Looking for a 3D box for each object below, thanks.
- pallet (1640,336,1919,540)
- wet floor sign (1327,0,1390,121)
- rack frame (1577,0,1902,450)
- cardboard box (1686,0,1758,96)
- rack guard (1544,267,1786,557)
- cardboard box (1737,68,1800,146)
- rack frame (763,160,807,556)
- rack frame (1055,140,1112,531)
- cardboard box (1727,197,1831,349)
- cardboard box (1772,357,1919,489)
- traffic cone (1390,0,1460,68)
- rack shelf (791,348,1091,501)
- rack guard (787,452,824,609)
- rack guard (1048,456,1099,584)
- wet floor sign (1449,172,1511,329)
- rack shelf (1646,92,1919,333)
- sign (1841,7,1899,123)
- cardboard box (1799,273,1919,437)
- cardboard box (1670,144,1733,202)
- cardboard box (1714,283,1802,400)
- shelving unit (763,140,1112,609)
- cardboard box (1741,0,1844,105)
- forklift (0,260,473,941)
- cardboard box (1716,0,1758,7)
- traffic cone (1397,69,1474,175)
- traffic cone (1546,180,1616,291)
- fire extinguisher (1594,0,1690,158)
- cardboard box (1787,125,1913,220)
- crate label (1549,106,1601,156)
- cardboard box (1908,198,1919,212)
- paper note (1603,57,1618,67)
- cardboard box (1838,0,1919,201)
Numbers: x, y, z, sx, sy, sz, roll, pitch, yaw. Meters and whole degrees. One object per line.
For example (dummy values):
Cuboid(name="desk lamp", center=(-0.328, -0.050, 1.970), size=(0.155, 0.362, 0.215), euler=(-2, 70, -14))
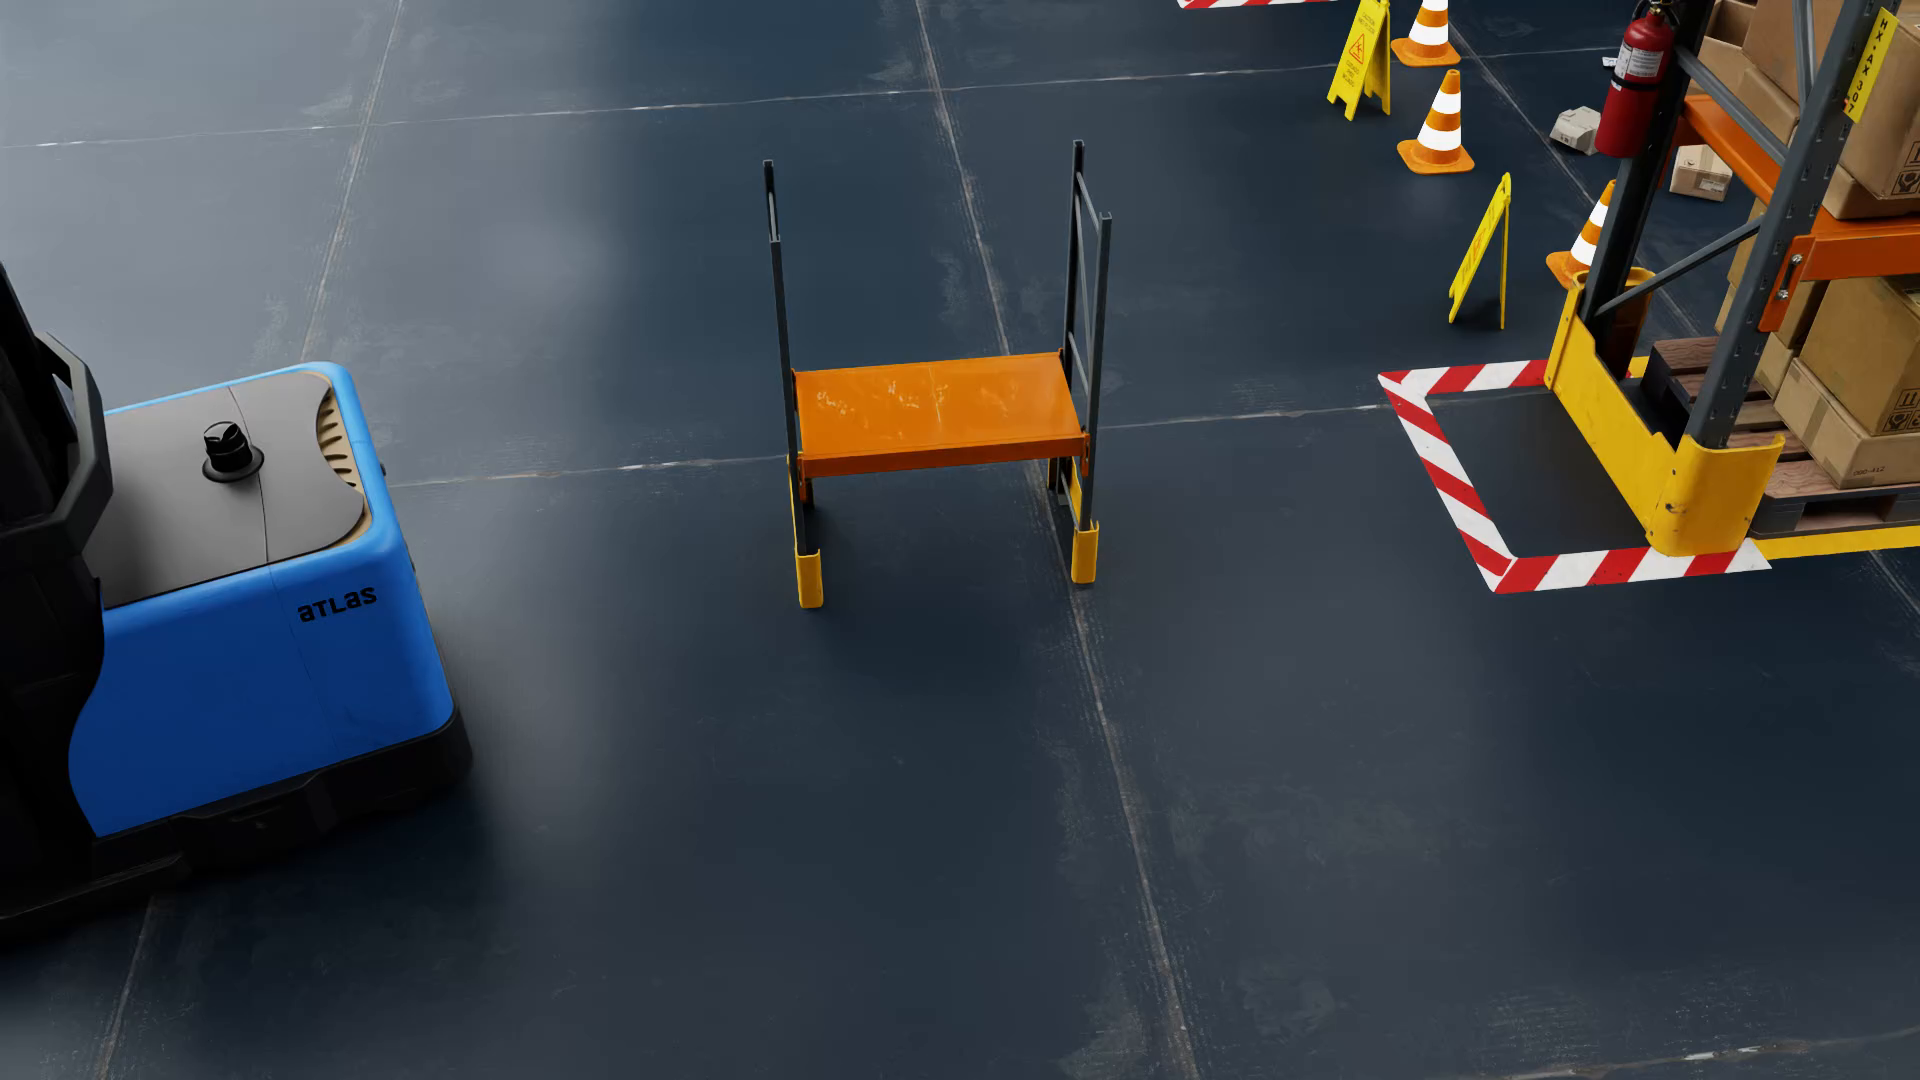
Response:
Cuboid(name="pallet", center=(3.504, -0.460, 6.603), size=(1.213, 0.211, 1.003), euler=(-5, 42, -6))
Cuboid(name="wet floor sign", center=(2.105, -2.529, 8.572), size=(0.232, 0.644, 0.267), euler=(-12, 43, -13))
Cuboid(name="rack frame", center=(2.619, -1.442, 5.609), size=(0.127, 3.000, 1.000), euler=(-5, 42, -6))
Cuboid(name="cardboard box", center=(4.032, -2.349, 8.479), size=(0.797, 0.503, 0.637), euler=(32, 51, 30))
Cuboid(name="rack guard", center=(2.694, -0.521, 6.454), size=(0.348, 0.500, 1.175), euler=(-5, 42, -6))
Cuboid(name="cardboard box", center=(2.962, -1.523, 5.887), size=(0.250, 0.149, 0.380), euler=(-4, 42, -4))
Cuboid(name="rack frame", center=(-0.589, -0.505, 5.691), size=(0.032, 1.500, 0.500), euler=(-5, 42, -6))
Cuboid(name="rack frame", center=(0.419, -0.594, 5.788), size=(0.032, 1.500, 0.500), euler=(-5, 42, -6))
Cuboid(name="cardboard box", center=(3.380, -1.098, 6.408), size=(0.500, 0.500, 0.500), euler=(-5, 42, -5))
Cuboid(name="cardboard box", center=(3.455, -0.463, 6.264), size=(0.500, 0.250, 0.500), euler=(-5, 42, -6))
Cuboid(name="traffic cone", center=(2.588, -2.882, 9.099), size=(0.334, 0.463, 0.336), euler=(-5, 42, -6))
Cuboid(name="rack shelf", center=(-0.085, -0.416, 5.860), size=(1.000, 0.185, 0.538), euler=(-5, 42, -6))
Cuboid(name="rack guard", center=(-0.569, -0.043, 6.111), size=(0.087, 0.250, 0.587), euler=(-5, 42, -6))
Cuboid(name="rack guard", center=(0.418, -0.129, 6.207), size=(0.087, 0.250, 0.587), euler=(-5, 42, -6))
Cuboid(name="wet floor sign", center=(2.292, -1.262, 7.167), size=(0.232, 0.644, 0.267), euler=(8, 43, 9))
Cuboid(name="rack shelf", center=(4.602, -1.349, 6.043), size=(4.000, 0.370, 1.077), euler=(-5, 42, -6))
Cuboid(name="sign", center=(2.689, -1.403, 4.920), size=(0.005, 0.325, 0.100), euler=(-5, 42, -6))
Cuboid(name="cardboard box", center=(3.478, -0.744, 6.015), size=(0.500, 0.500, 0.500), euler=(-6, 42, -7))
Cuboid(name="cardboard box", center=(3.656, -1.839, 8.178), size=(0.250, 0.149, 0.380), euler=(16, 44, 17))
Cuboid(name="cardboard box", center=(3.409, -0.828, 6.668), size=(0.500, 0.250, 0.500), euler=(-5, 42, -6))
Cuboid(name="shelving unit", center=(-0.076, -0.550, 5.740), size=(1.083, 1.500, 0.587), euler=(-5, 42, -6))
Cuboid(name="cardboard box", center=(3.121, -1.820, 5.731), size=(0.500, 0.500, 0.500), euler=(-6, 42, -6))
Cuboid(name="forklift", center=(-3.129, -0.174, 4.255), size=(3.031, 2.935, 1.130), euler=(-17, 45, -18))
Cuboid(name="cardboard box", center=(4.437, -3.325, 9.561), size=(0.500, 0.500, 0.500), euler=(2, 42, 2))
Cuboid(name="traffic cone", center=(2.397, -2.102, 8.235), size=(0.334, 0.463, 0.336), euler=(-5, 42, -6))
Cuboid(name="traffic cone", center=(2.878, -1.394, 7.450), size=(0.334, 0.463, 0.336), euler=(-5, 42, -6))
Cuboid(name="fire extinguisher", center=(2.446, -1.710, 5.963), size=(0.183, 0.674, 0.296), euler=(-5, 42, -6))
Cuboid(name="cardboard box", center=(2.983, -1.241, 5.574), size=(0.250, 0.149, 0.380), euler=(-5, 42, -5))
Cuboid(name="crate label", center=(3.169, -2.090, 8.465), size=(0.298, 0.136, 0.250), euler=(-27, 49, -27))
Cuboid(name="cardboard box", center=(3.231, -1.272, 5.609), size=(0.250, 0.149, 0.380), euler=(-4, 42, -5))
Cuboid(name="paper note", center=(3.611, -2.623, 9.136), size=(0.142, 0.017, 0.144), euler=(8, 43, 9))
Cuboid(name="cardboard box", center=(3.125, -1.447, 5.318), size=(0.500, 0.500, 0.500), euler=(-6, 42, -6))
